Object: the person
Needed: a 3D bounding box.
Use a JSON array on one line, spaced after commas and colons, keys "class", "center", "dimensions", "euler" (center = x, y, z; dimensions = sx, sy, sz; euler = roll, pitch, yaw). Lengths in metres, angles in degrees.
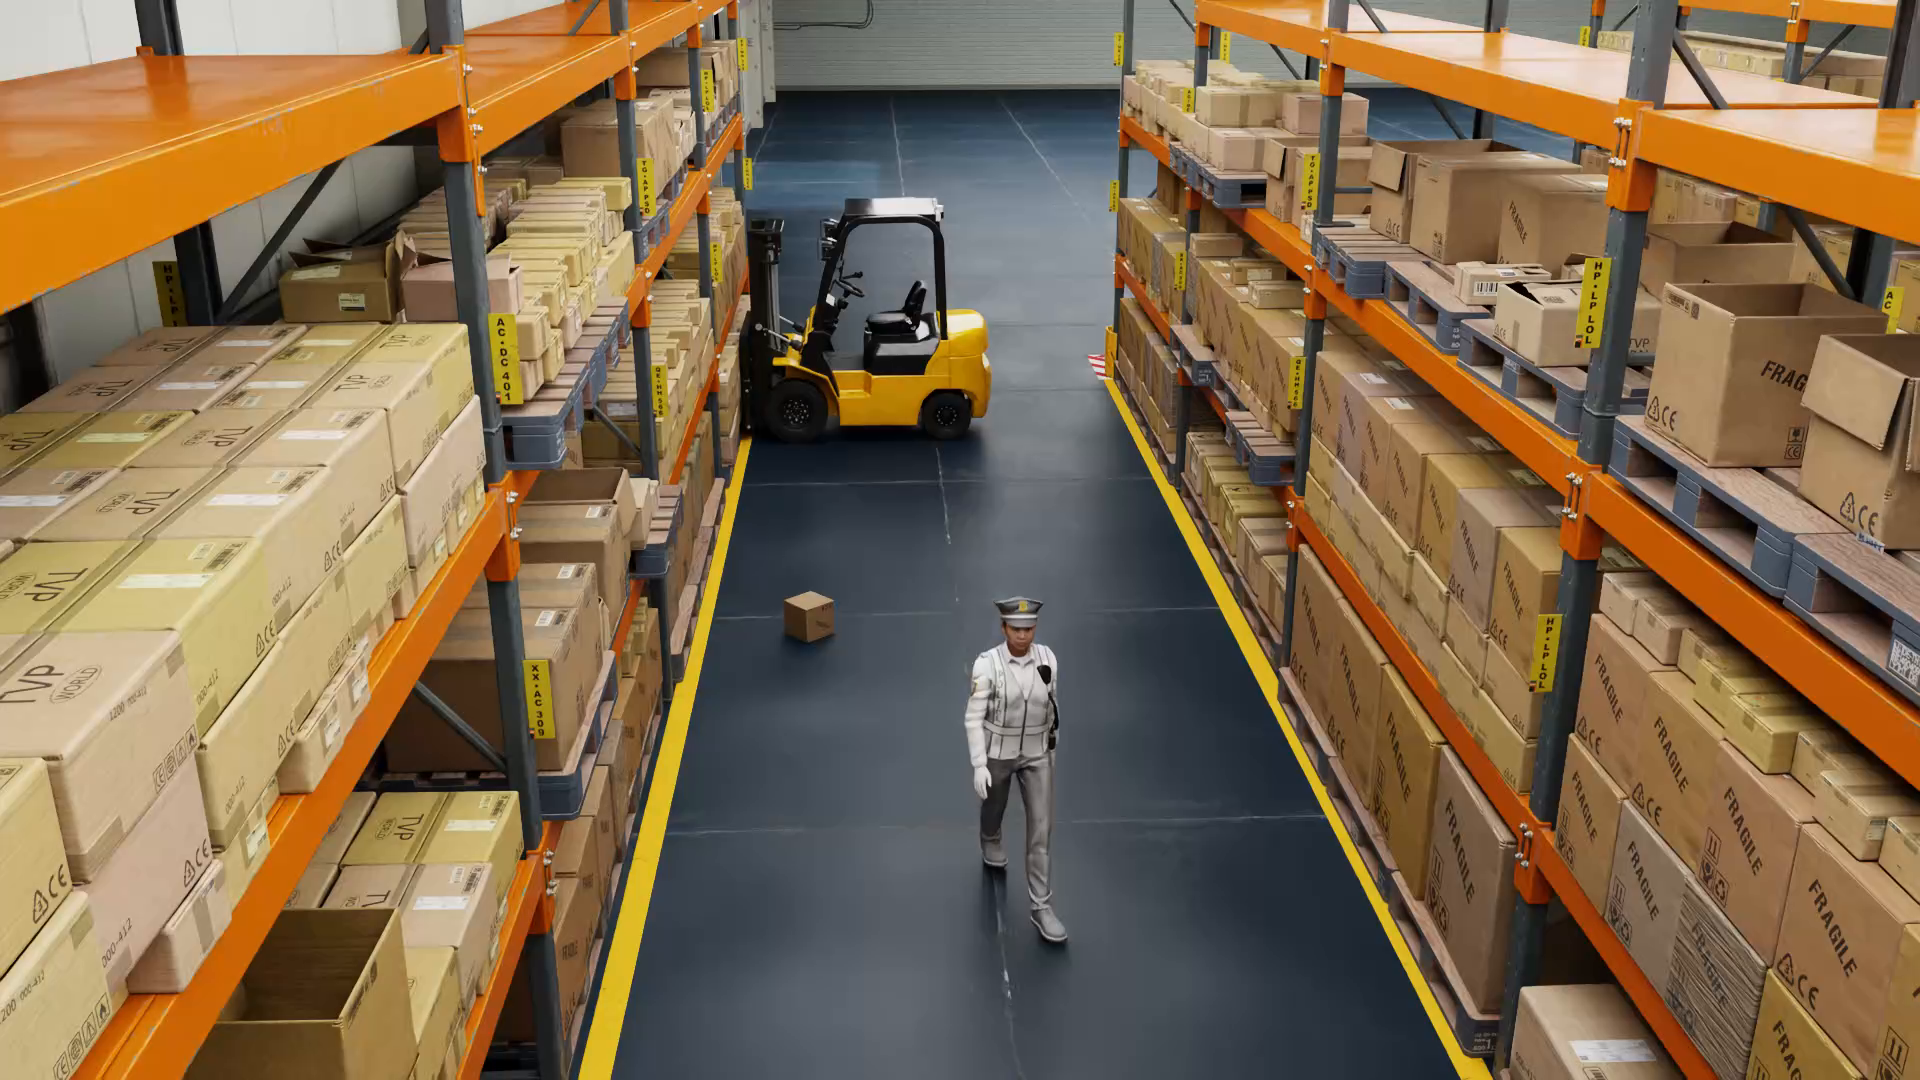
[{"class": "person", "center": [0.276, 1.052, 8.210], "dimensions": [0.514, 1.633, 0.994], "euler": [-4, 21, -11]}]
